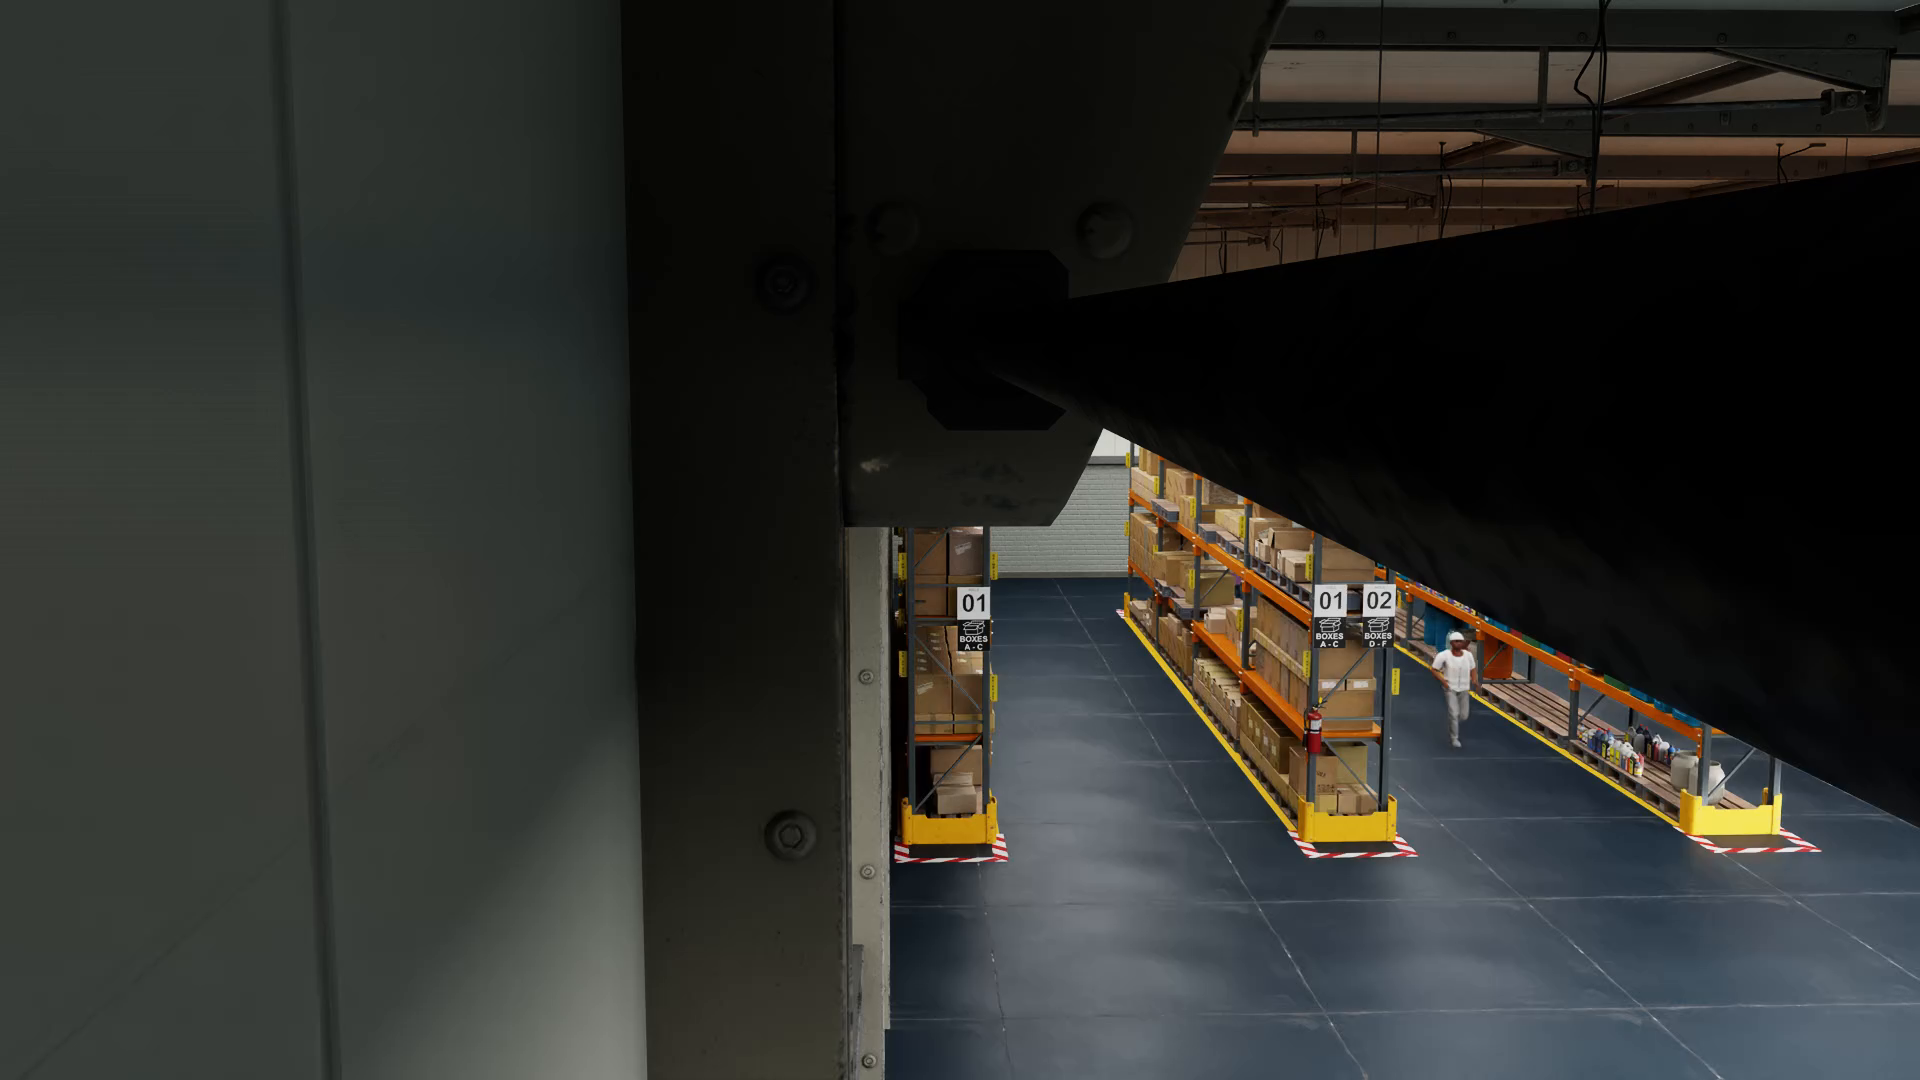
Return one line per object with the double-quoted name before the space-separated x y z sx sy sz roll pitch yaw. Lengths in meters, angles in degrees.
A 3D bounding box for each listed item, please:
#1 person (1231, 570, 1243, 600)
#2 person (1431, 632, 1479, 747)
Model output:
"person" 5.897 1.010 35.587 0.533 1.511 0.844 -2 8 -18
"person" 7.519 2.251 25.309 0.702 1.726 0.598 0 7 -4
